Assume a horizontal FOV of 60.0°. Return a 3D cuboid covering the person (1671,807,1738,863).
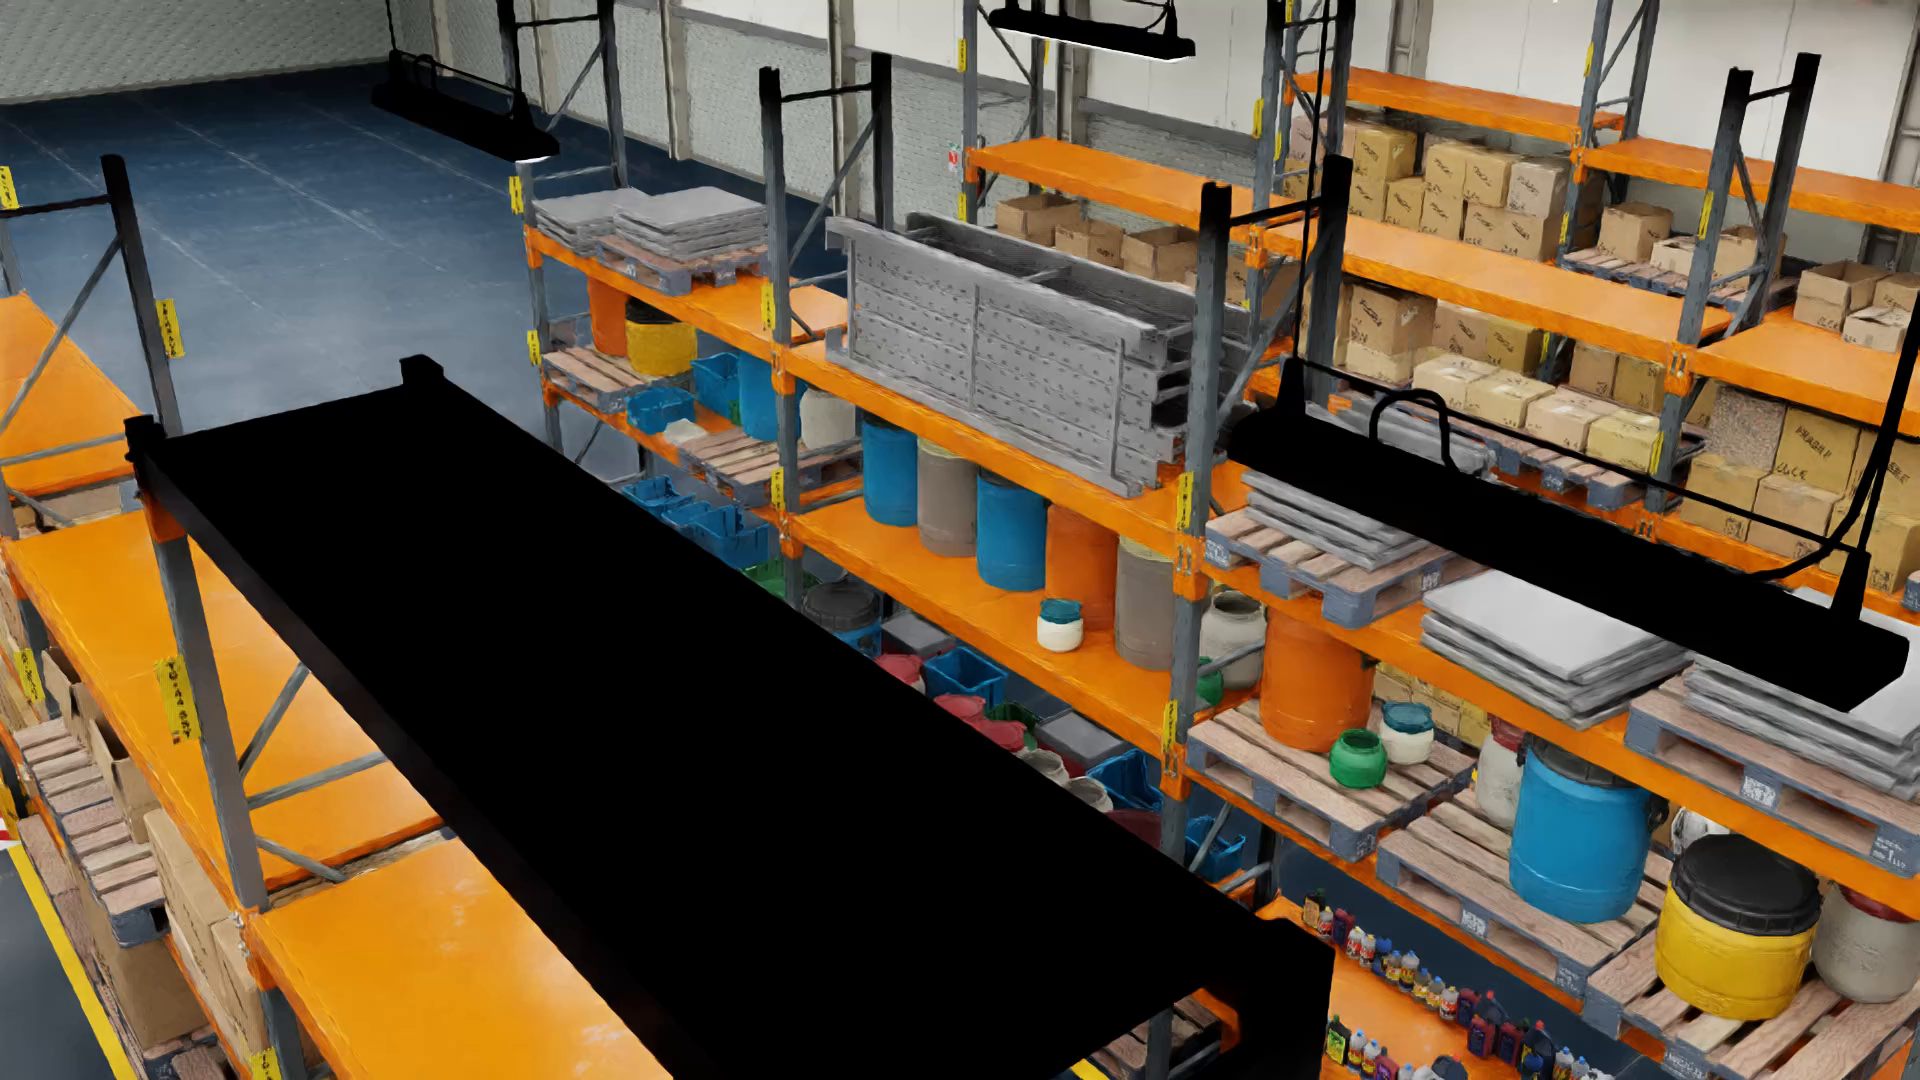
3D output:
[{"bbox_3d":[5.117,2.300,11.551,0.702,1.735,0.549,-20,32,-36],"label":"person"}]
